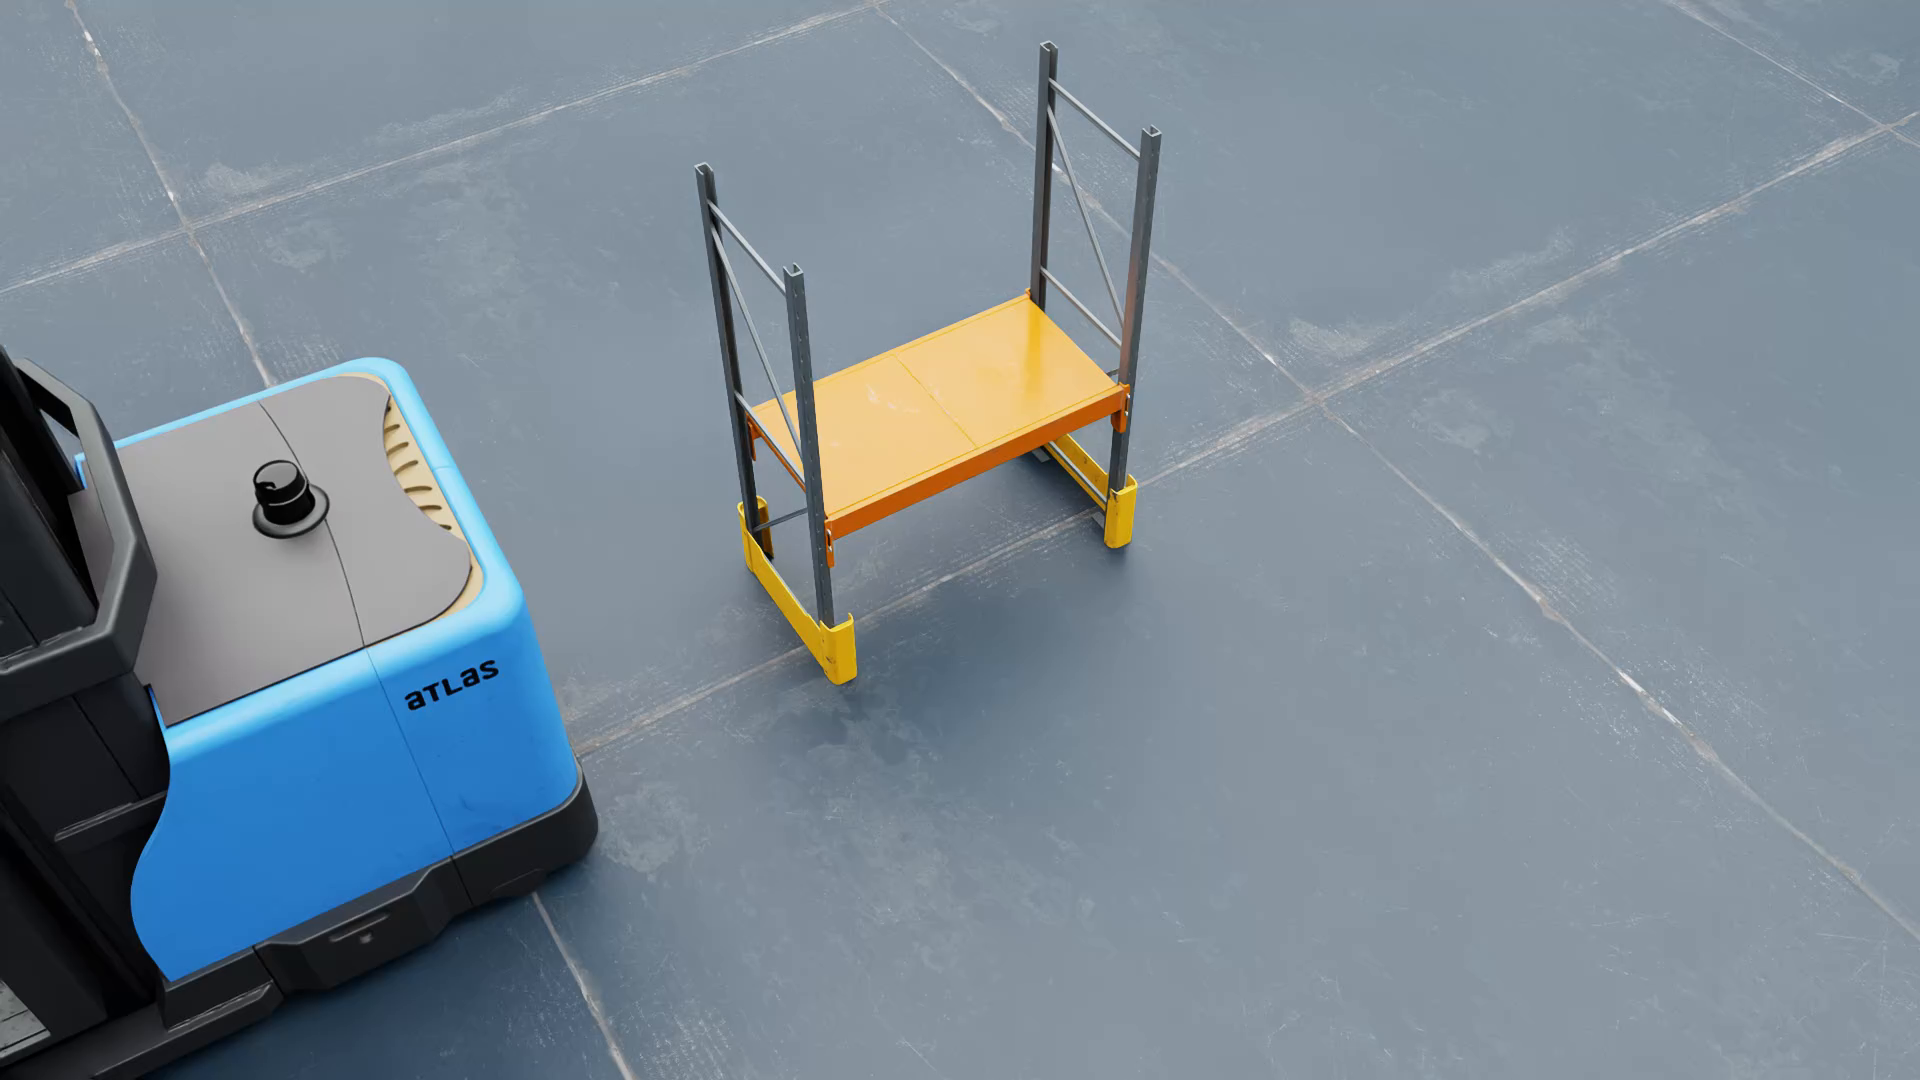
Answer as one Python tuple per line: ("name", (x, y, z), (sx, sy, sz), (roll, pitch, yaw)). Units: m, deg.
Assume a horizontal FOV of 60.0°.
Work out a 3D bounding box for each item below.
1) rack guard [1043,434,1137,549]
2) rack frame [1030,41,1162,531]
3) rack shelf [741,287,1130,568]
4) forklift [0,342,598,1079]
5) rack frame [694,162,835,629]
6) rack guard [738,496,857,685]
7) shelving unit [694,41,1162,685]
("rack guard", (0.357, -0.251, 5.306), (0.087, 0.250, 0.587), (-25, 53, -21))
("rack frame", (0.358, -0.667, 4.840), (0.032, 1.500, 0.500), (-25, 53, -21))
("rack shelf", (-0.072, -0.345, 4.794), (1.000, 0.185, 0.538), (-25, 53, -21))
("forklift", (-2.505, 0.113, 3.187), (3.031, 2.935, 1.130), (-23, 52, -20))
("rack frame", (-0.502, -0.262, 4.479), (0.032, 1.500, 0.500), (-25, 53, -21))
("rack guard", (-0.486, 0.146, 4.953), (0.087, 0.250, 0.587), (-25, 53, -21))
("shelving unit", (-0.064, -0.468, 4.663), (1.083, 1.500, 0.587), (-25, 53, -21))
